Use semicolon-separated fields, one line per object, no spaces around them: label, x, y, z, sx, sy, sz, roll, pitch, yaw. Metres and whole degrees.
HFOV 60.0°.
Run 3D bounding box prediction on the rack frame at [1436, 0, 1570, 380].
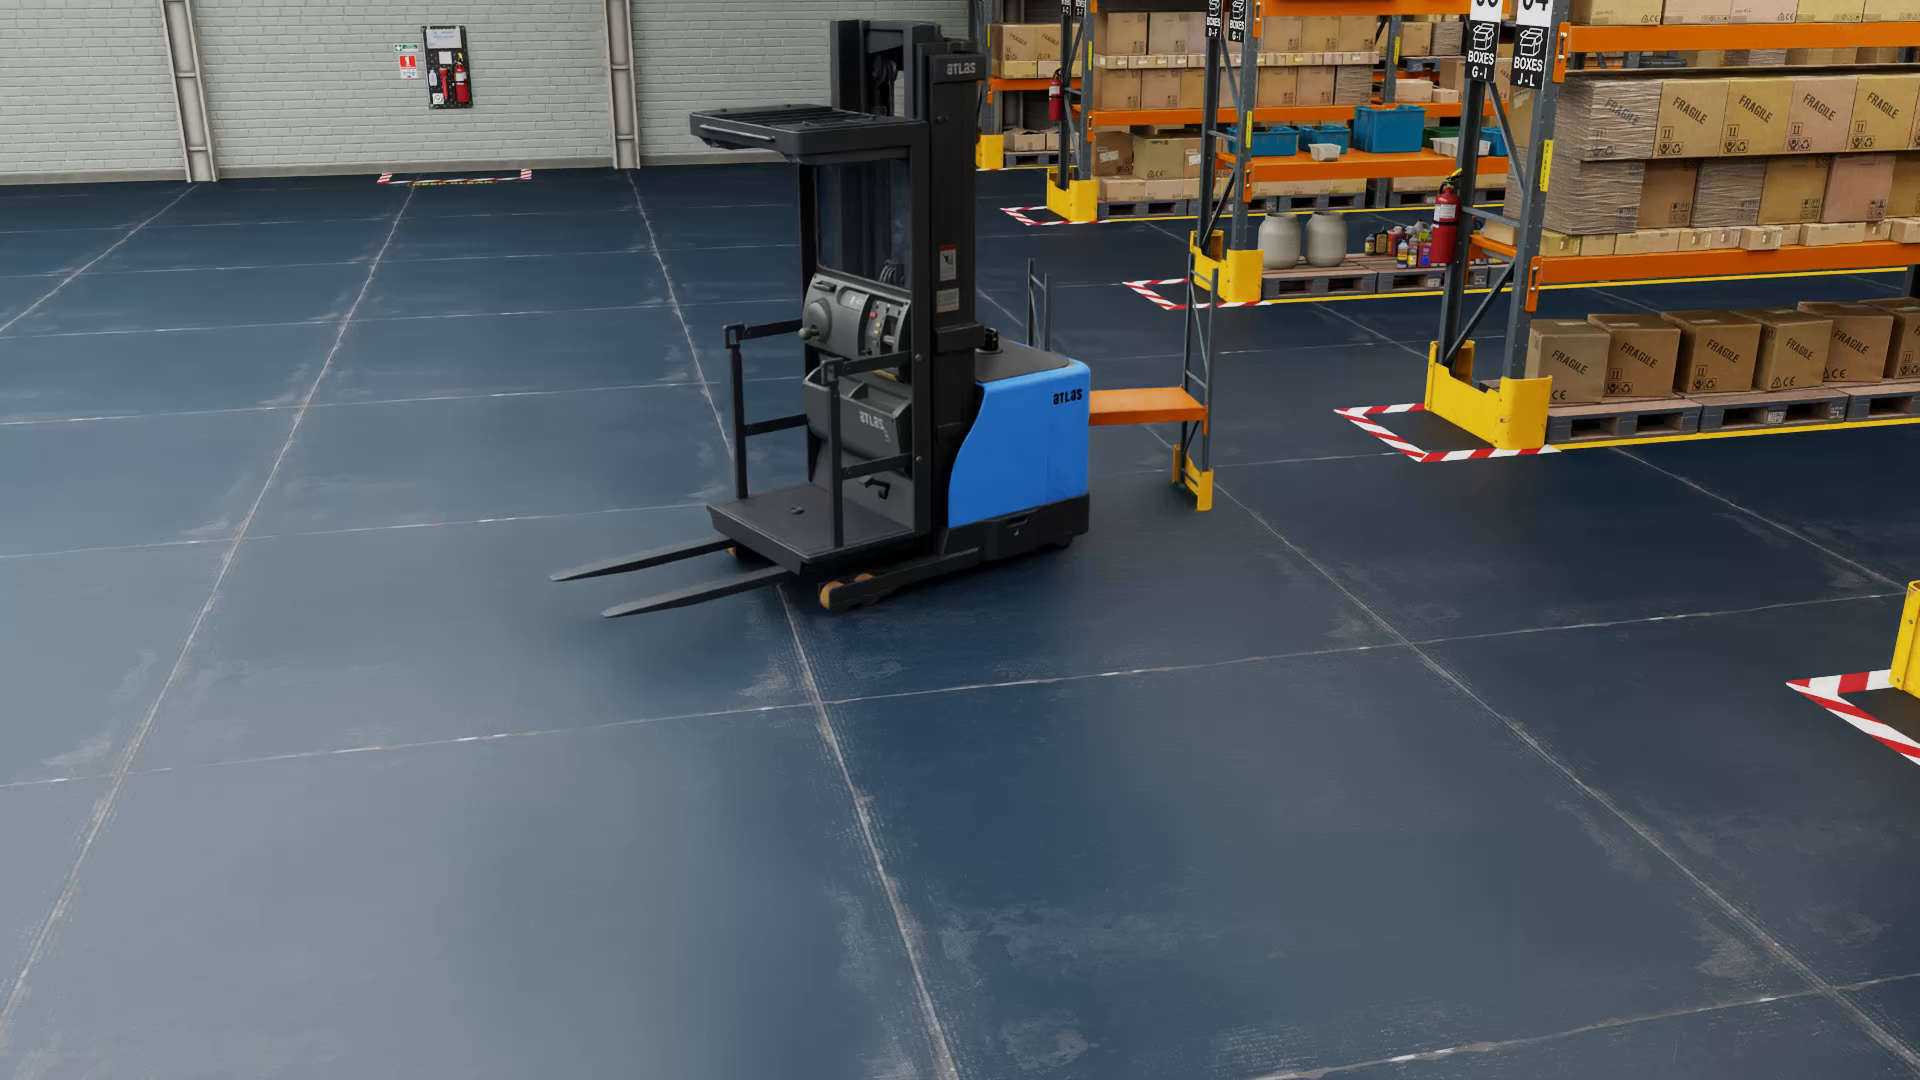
rack frame;3.711;-2.227;11.533;0.127;3.000;1.000;-5;21;-12

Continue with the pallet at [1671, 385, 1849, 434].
pallet;5.769;-1.072;12.433;1.213;0.211;1.003;-5;21;-12

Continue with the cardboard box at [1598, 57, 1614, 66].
cardboard box;10.460;-7.835;27.179;0.250;0.149;0.380;-5;21;-14

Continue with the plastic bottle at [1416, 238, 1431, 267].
plastic bottle;4.632;-2.867;16.590;0.133;0.283;0.061;-4;21;-12

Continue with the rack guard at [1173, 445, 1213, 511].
rack guard;1.475;-0.401;10.546;0.087;0.250;0.587;-4;20;-10

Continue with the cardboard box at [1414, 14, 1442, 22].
cardboard box;7.439;-8.325;26.451;0.250;0.149;0.380;-8;22;-22

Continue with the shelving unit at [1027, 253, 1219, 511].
shelving unit;0.984;-0.958;10.249;1.083;1.500;0.587;-4;20;-10

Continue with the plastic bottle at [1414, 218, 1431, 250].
plastic bottle;4.805;-3.176;17.335;0.185;0.351;0.144;-4;20;-10

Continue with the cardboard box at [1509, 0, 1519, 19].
cardboard box;4.122;-3.688;11.380;0.500;0.250;0.500;-4;21;-11

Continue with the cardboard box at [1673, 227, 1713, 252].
cardboard box;5.021;-2.124;11.618;0.250;0.149;0.380;-5;21;-12

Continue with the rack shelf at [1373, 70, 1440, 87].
rack shelf;6.131;-7.338;26.532;4.000;0.370;1.077;-5;21;-12

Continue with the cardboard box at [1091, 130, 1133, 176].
cardboard box;1.889;-4.944;21.246;0.500;0.500;0.500;-5;21;-12

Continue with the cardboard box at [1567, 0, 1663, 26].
cardboard box;4.240;-3.517;10.911;0.500;0.250;0.500;-4;21;-11

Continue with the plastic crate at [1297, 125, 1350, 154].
plastic crate;3.623;-4.004;16.602;0.408;0.251;0.499;-5;21;-12

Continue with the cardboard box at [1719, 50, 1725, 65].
cardboard box;12.502;-8.329;27.756;0.700;0.700;0.980;-4;21;-12

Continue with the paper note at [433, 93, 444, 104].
paper note;-7.667;-6.484;24.435;0.142;0.148;0.016;-5;21;-12

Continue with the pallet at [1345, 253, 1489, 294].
pallet;4.611;-2.755;17.029;1.213;0.211;1.003;-5;21;-12

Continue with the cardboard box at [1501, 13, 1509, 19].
cardboard box;8.606;-8.334;26.509;0.500;0.250;0.500;-4;21;-11

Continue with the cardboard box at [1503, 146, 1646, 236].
cardboard box;4.253;-2.448;11.559;0.500;0.500;0.875;-5;21;-12

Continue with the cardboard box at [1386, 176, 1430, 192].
cardboard box;5.778;-4.715;21.712;0.500;0.250;0.500;-5;21;-14

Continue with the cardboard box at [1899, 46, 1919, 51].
cardboard box;13.546;-7.136;23.336;0.500;0.500;0.500;-5;21;-12

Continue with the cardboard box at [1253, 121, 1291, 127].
cardboard box;4.897;-6.614;26.505;0.500;0.500;0.700;-4;20;-11

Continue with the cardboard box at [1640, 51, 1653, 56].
cardboard box;11.084;-8.182;27.184;0.500;0.500;0.500;-4;21;-12

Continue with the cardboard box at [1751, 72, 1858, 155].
cardboard box;5.769;-2.954;11.487;0.500;0.500;0.500;-5;21;-12

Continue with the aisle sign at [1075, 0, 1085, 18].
aisle sign;1.442;-6.656;19.845;0.004;0.787;0.394;-5;21;-12

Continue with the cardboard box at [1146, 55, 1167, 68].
cardboard box;2.366;-5.895;20.458;0.250;0.149;0.380;-5;21;-12

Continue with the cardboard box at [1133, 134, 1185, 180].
cardboard box;2.495;-4.810;20.880;0.500;0.500;0.500;-5;21;-12

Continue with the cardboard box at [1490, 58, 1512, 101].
cardboard box;7.079;-6.044;21.807;0.500;0.500;0.500;-5;21;-12

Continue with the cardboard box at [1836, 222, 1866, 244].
cardboard box;6.235;-2.228;11.901;0.250;0.149;0.380;-5;21;-12

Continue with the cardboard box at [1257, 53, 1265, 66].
cardboard box;3.619;-5.996;20.734;0.250;0.149;0.380;-4;20;-11

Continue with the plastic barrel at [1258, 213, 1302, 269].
plastic barrel;3.194;-2.992;16.627;0.421;0.512;0.421;0;20;0

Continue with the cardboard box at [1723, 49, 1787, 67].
cardboard box;10.742;-6.517;22.488;0.500;0.500;0.700;-1;20;-2

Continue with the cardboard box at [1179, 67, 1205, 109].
cardboard box;2.887;-5.703;20.878;0.500;0.500;0.700;-5;21;-12

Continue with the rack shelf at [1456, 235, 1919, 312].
rack shelf;5.658;-2.048;12.089;4.000;0.370;1.077;-5;21;-12

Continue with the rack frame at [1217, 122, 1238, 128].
rack frame;4.185;-7.518;25.976;0.127;3.000;1.000;-5;21;-12

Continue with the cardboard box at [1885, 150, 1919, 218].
cardboard box;6.657;-2.688;12.213;0.500;0.500;0.875;-5;21;-12

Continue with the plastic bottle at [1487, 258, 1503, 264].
plastic bottle;5.403;-2.976;16.790;0.185;0.351;0.144;-5;21;-13

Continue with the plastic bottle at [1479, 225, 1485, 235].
plastic bottle;5.470;-3.150;17.380;0.097;0.271;0.097;0;20;0

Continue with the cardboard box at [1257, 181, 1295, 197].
cardboard box;3.955;-4.575;21.331;0.500;0.250;0.500;-5;21;-12

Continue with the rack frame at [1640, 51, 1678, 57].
rack frame;9.221;-6.177;22.315;0.127;3.000;1.000;-5;21;-12

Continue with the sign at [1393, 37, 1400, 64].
sign;5.457;-6.118;20.781;0.005;0.325;0.100;-5;21;-12

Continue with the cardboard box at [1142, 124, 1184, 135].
cardboard box;3.184;-6.455;26.070;0.500;0.500;0.500;-6;21;-17

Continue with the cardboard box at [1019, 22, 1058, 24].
cardboard box;1.194;-7.637;25.401;0.500;0.500;0.500;-4;21;-12

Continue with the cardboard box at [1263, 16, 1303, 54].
cardboard box;3.919;-6.399;20.891;0.500;0.500;0.700;-5;21;-12

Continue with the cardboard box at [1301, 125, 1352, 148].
cardboard box;4.805;-5.186;21.908;0.500;0.500;0.500;-5;21;-12

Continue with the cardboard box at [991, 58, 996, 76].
cardboard box;0.702;-7.242;25.413;0.500;0.250;0.500;-4;21;-12

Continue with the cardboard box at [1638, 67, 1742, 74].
cardboard box;5.162;-3.090;11.857;0.500;0.500;0.500;-5;21;-12

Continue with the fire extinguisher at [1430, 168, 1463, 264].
fire extinguisher;3.494;-2.336;11.943;0.183;0.674;0.296;-5;21;-12

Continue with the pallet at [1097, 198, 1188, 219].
pallet;2.170;-4.309;21.269;1.213;0.211;1.003;-5;21;-12

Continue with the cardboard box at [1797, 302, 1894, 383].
cardboard box;6.650;-1.501;12.575;0.500;0.500;0.500;2;20;5

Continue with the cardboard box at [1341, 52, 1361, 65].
cardboard box;4.872;-6.099;21.016;0.250;0.149;0.380;-5;21;-14

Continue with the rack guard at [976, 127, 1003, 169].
rack guard;0.366;-6.033;25.559;0.348;0.500;1.175;-5;21;-12

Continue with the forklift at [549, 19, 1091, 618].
forklift;-0.726;-1.195;8.815;3.031;2.935;1.130;-15;25;-34
